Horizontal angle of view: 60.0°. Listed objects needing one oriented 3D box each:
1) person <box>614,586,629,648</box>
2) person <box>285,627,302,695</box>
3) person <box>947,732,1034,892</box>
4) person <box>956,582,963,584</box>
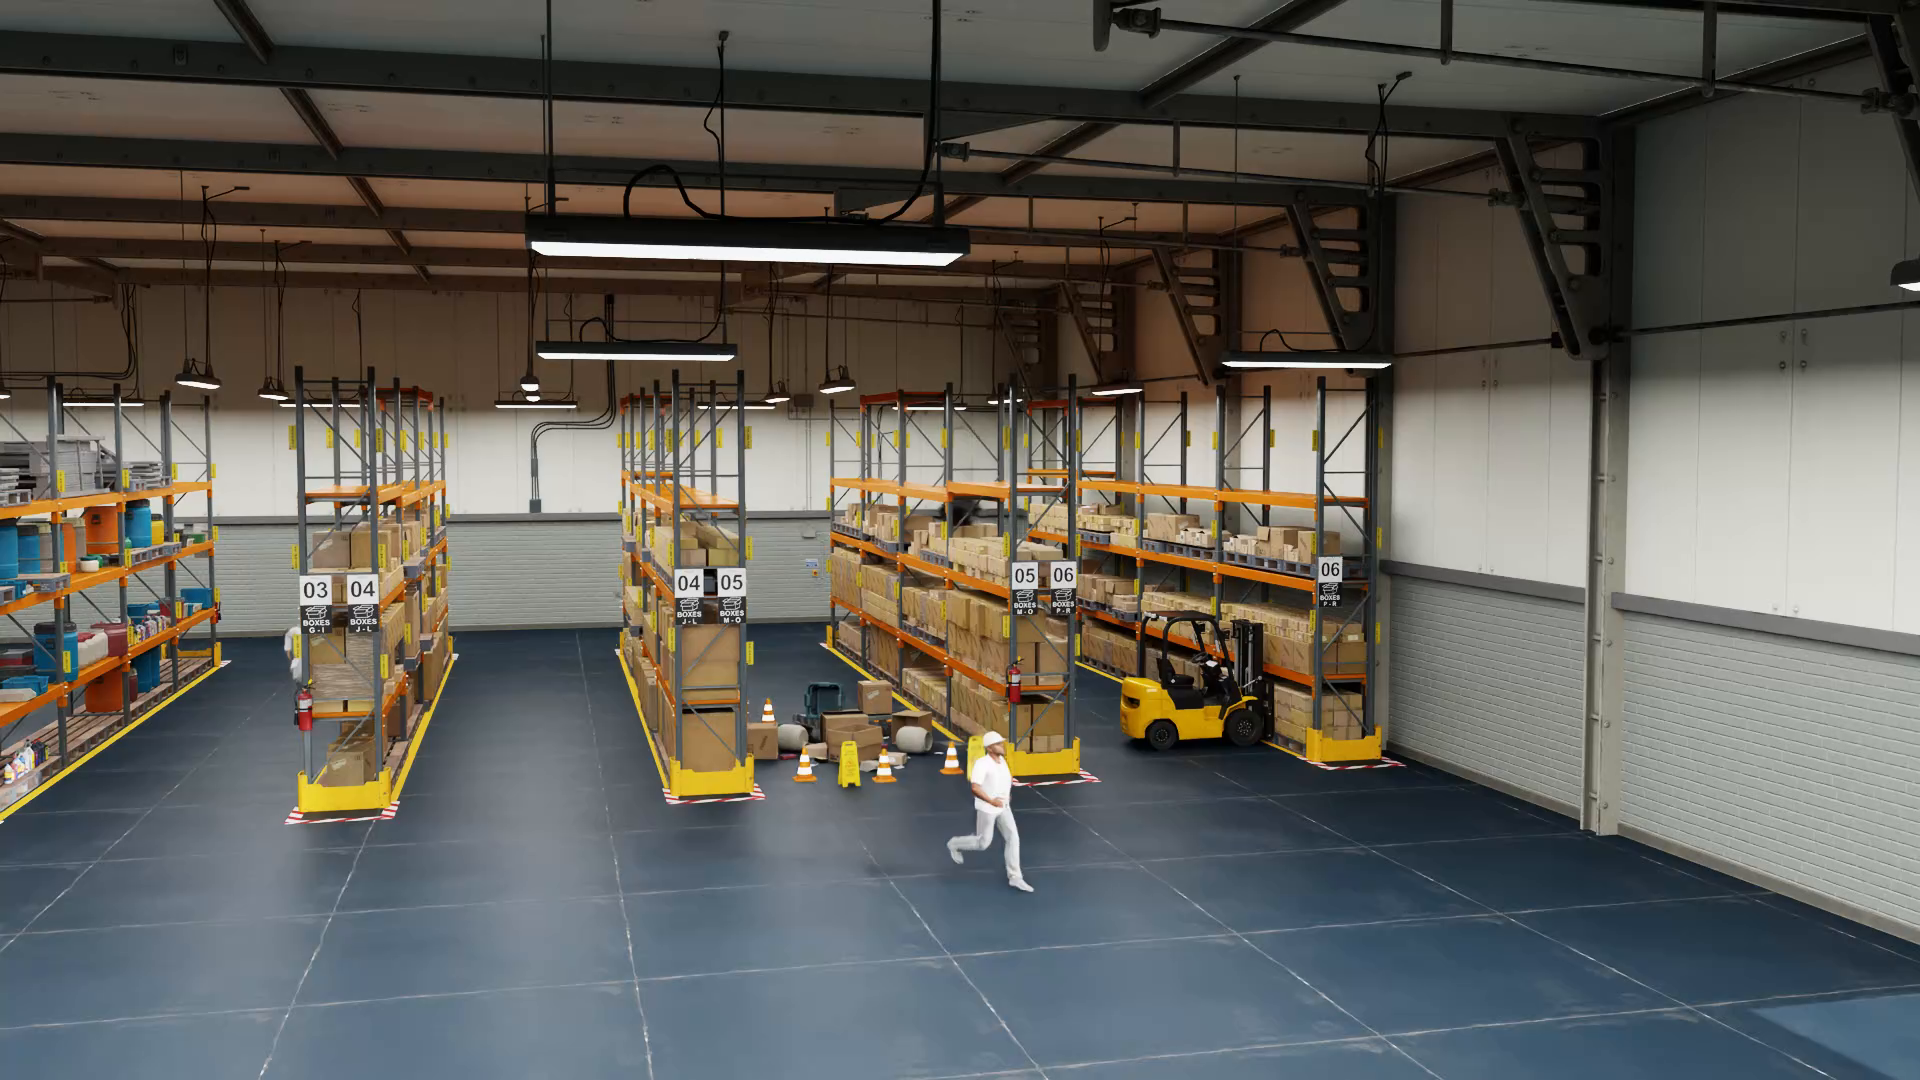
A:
[{"bbox_3d":[-8.032,1.681,40.413,0.639,1.832,0.790,3,5,44],"label":"person"},{"bbox_3d":[-12.192,2.269,30.895,0.750,1.744,0.864,-1,3,-9],"label":"person"},{"bbox_3d":[0.335,3.031,18.710,1.102,1.757,0.670,3,4,38],"label":"person"},{"bbox_3d":[0.097,1.828,38.585,0.651,1.837,0.853,-2,4,-27],"label":"person"}]
